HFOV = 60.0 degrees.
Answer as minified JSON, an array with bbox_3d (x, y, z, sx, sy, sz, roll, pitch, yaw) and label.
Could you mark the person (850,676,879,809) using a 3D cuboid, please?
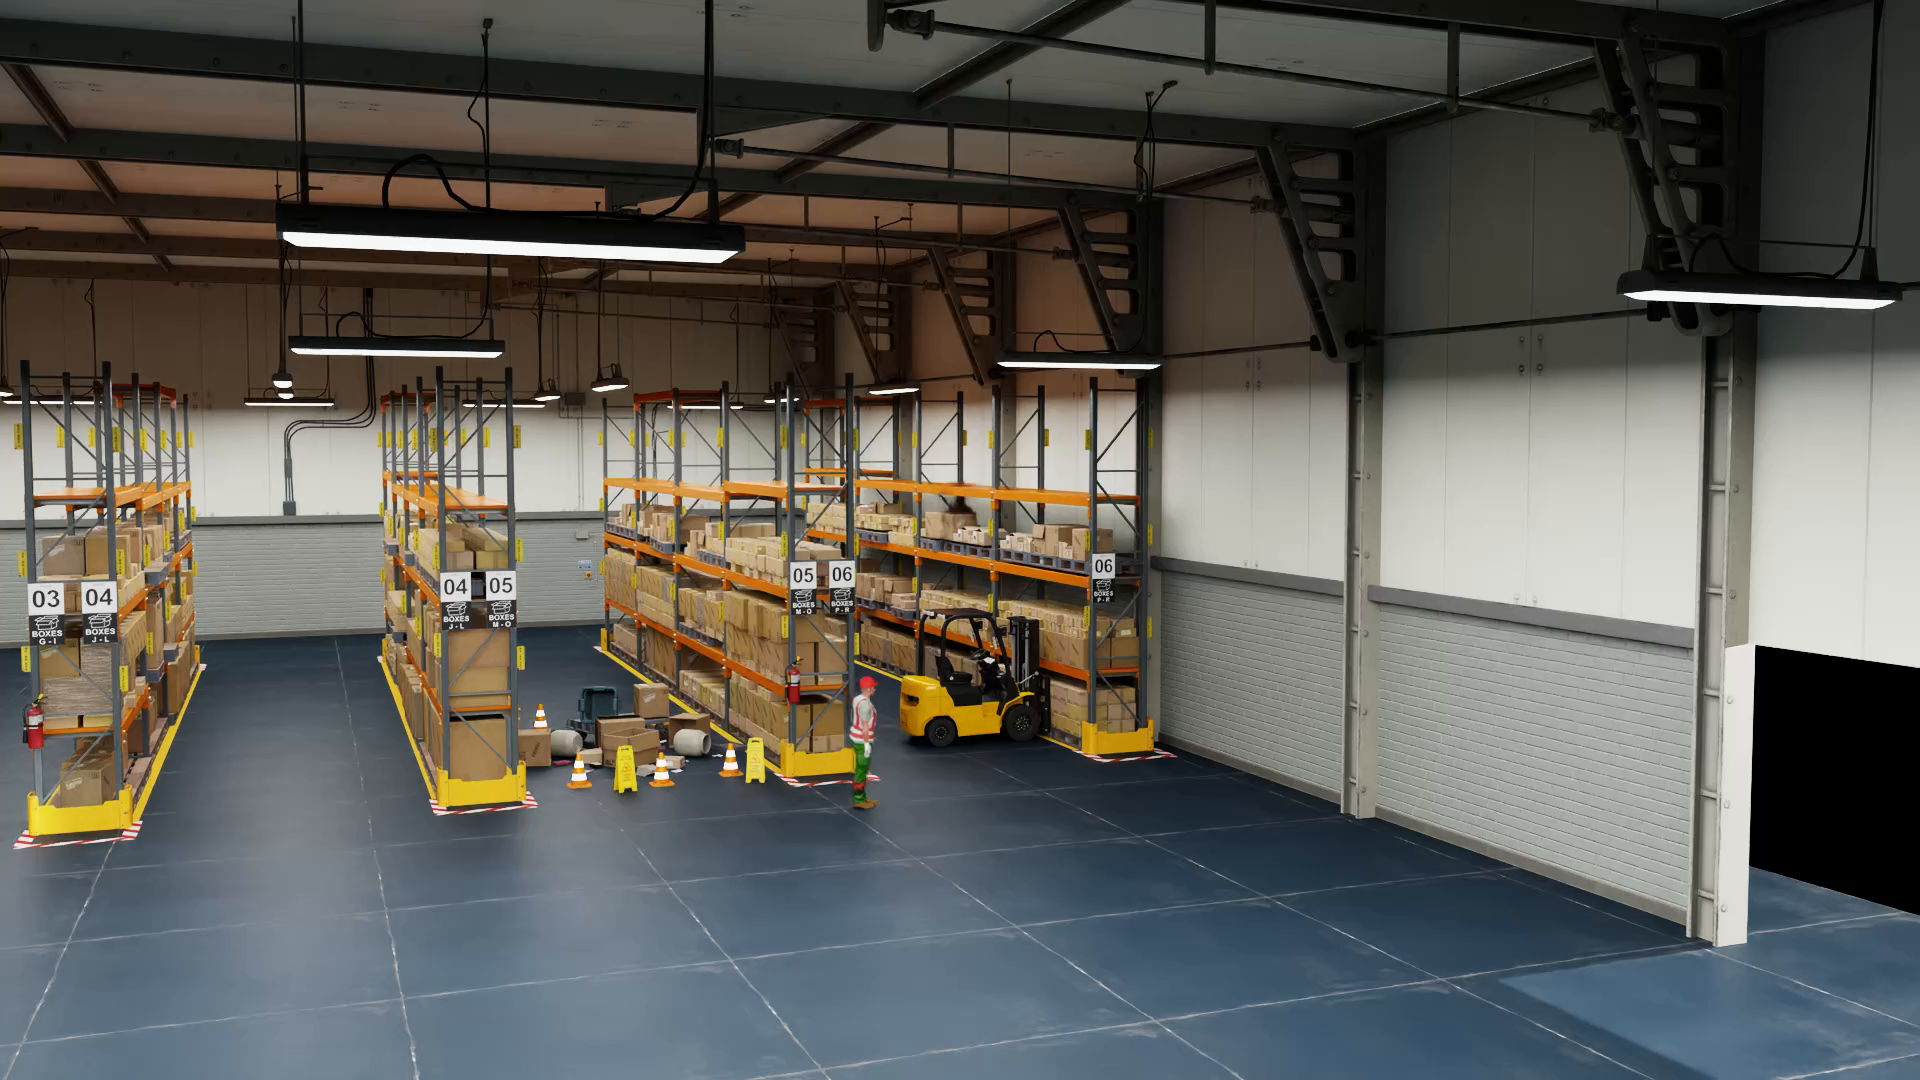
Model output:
[{"bbox_3d":[-1.294,2.744,22.610,0.394,1.794,0.584,-1,4,-12],"label":"person"}]
